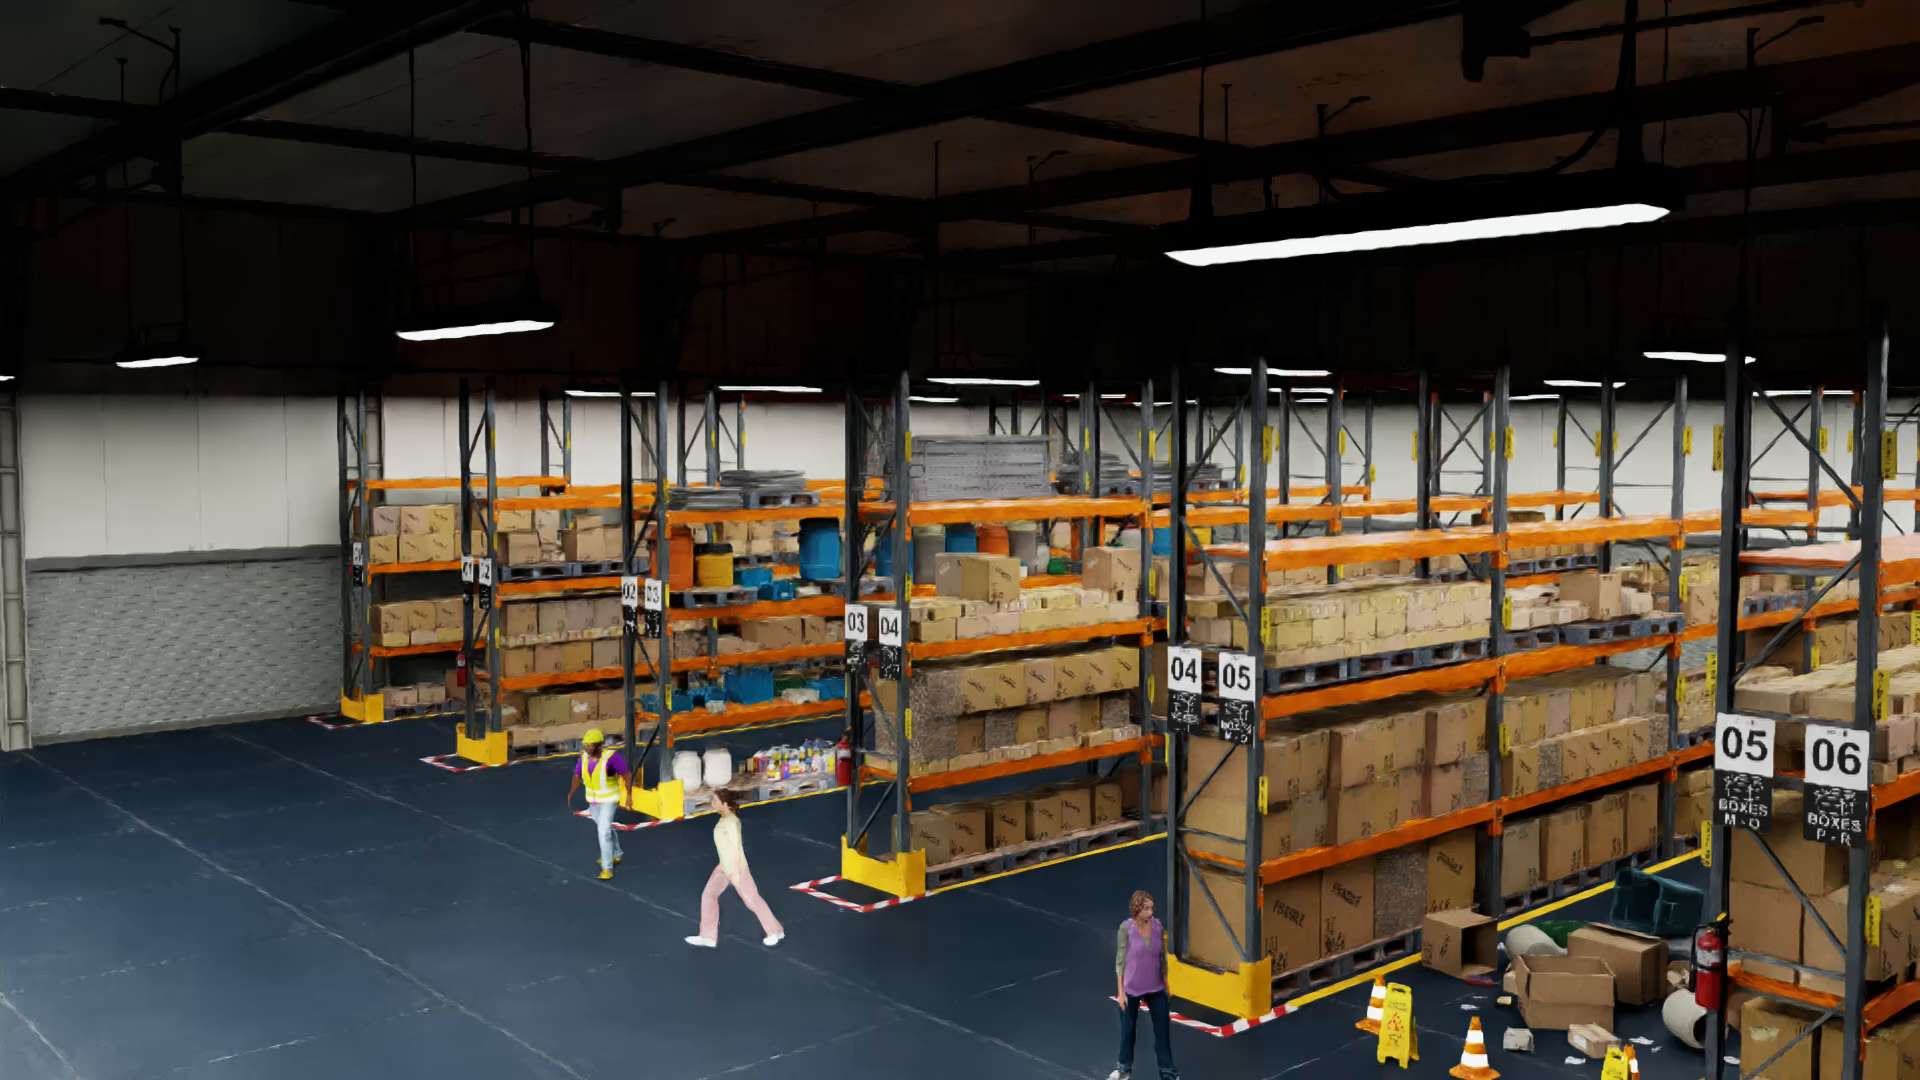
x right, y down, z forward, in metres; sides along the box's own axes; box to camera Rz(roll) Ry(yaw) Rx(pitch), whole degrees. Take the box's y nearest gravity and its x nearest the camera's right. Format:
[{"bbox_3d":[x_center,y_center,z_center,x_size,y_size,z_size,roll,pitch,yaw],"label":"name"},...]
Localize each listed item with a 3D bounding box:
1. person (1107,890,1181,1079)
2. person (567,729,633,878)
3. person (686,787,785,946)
[{"bbox_3d":[1.465,3.508,12.967,0.623,1.580,0.483,-1,4,-10],"label":"person"},{"bbox_3d":[-4.168,3.033,19.443,0.708,1.703,0.842,2,4,31],"label":"person"},{"bbox_3d":[-2.237,3.268,16.608,0.954,1.611,0.483,-1,4,-21],"label":"person"}]
